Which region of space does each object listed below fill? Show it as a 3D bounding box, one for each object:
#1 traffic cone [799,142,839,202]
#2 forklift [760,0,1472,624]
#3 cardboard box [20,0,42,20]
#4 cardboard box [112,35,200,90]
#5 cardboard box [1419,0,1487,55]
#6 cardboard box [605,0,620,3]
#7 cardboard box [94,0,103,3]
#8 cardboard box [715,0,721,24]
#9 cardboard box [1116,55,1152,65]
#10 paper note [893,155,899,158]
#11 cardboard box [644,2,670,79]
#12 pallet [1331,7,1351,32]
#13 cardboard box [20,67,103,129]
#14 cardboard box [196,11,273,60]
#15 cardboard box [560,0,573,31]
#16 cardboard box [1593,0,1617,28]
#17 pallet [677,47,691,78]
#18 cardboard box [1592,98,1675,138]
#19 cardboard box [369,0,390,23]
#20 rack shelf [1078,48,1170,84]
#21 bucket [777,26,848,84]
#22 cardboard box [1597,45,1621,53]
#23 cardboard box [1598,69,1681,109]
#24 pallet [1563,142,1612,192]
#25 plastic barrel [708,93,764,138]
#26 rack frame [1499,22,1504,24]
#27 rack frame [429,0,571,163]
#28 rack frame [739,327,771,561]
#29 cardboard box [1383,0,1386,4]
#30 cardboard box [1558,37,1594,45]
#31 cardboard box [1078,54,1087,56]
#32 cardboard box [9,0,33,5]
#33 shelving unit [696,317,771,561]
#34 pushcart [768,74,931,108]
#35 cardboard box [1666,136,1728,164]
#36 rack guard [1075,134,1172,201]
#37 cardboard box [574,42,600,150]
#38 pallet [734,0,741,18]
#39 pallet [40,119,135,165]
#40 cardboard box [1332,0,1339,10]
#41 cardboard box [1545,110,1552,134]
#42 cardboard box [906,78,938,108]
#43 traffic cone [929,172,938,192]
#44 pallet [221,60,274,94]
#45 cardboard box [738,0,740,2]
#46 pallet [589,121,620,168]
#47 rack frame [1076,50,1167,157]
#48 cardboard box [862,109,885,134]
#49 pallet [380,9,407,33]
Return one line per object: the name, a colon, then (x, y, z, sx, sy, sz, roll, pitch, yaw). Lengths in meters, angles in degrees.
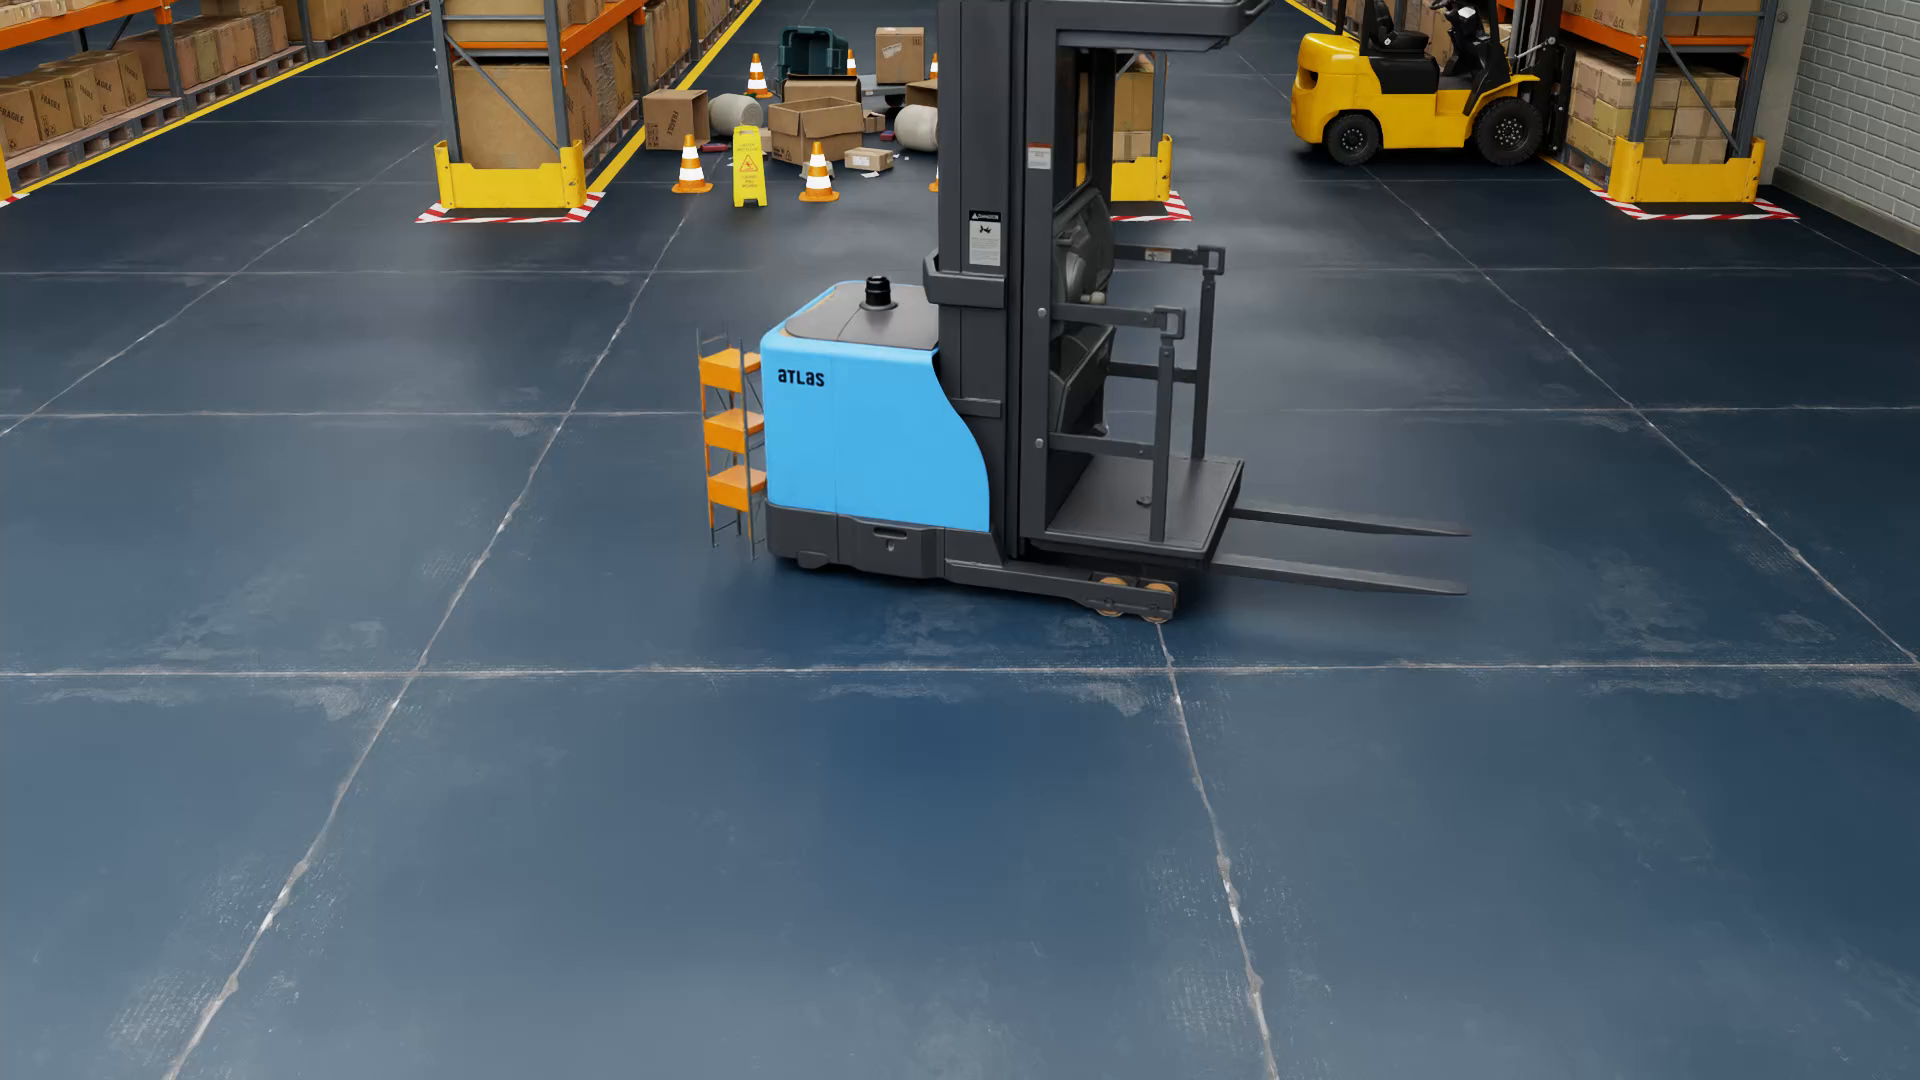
traffic cone: (-1.205, -3.148, 14.149, 0.336, 0.463, 0.334, 0, 24, -1)
forklift: (0.706, -1.230, 6.914, 3.031, 2.935, 1.130, 7, 25, 16)
cardboard box: (-8.499, -4.752, 14.922, 0.380, 0.149, 0.250, 0, 24, -1)
cardboard box: (-8.742, -5.196, 18.098, 0.700, 0.500, 0.500, -2, 24, -5)
cardboard box: (6.080, -6.181, 20.149, 0.875, 0.625, 0.625, 1, 24, 1)
cardboard box: (-3.752, -5.552, 16.203, 0.875, 0.550, 0.550, 0, 24, -1)
cardboard box: (-8.540, -5.267, 16.061, 0.380, 0.149, 0.250, 0, 24, -1)
cardboard box: (-3.617, -7.484, 23.182, 0.500, 0.500, 0.500, -1, 24, -2)
cardboard box: (1.453, -4.117, 15.129, 0.500, 0.500, 0.500, -1, 24, -3)
paper note: (-0.664, -3.651, 15.799, 0.148, 0.019, 0.142, 8, 26, 18)
cardboard box: (-3.900, -5.681, 18.892, 1.050, 0.750, 0.750, 0, 24, -1)
pallet: (6.075, -7.641, 24.388, 1.003, 0.211, 1.213, 0, 24, -1)
cardboard box: (-8.694, -4.277, 16.091, 0.500, 0.500, 0.500, -2, 24, -5)
cardboard box: (-8.755, -6.087, 20.067, 0.700, 0.500, 0.500, -2, 24, -5)
cardboard box: (-3.830, -4.661, 14.234, 0.875, 0.550, 0.550, 0, 24, -1)
cardboard box: (5.895, -4.762, 14.519, 0.500, 0.500, 0.500, 0, 24, 1)
pallet: (-3.907, -5.915, 20.571, 1.003, 0.211, 1.213, 0, 24, -1)
cardboard box: (5.841, -3.667, 14.438, 0.500, 0.250, 0.500, -1, 24, -1)
cardboard box: (-8.807, -7.769, 23.357, 1.225, 0.875, 0.875, -1, 24, -2)
rack shelf: (1.174, -4.774, 15.538, 1.077, 0.370, 4.000, 0, 24, -1)
bucket: (-1.490, -5.017, 17.331, 0.726, 0.611, 0.620, 8, 16, 18)
cardboard box: (6.341, -4.518, 15.712, 0.500, 0.250, 0.500, -1, 24, -2)
cardboard box: (5.842, -3.884, 14.311, 0.500, 0.250, 0.500, 1, 24, 1)
pallet: (6.109, -3.346, 14.892, 1.003, 0.211, 1.213, 0, 24, -1)
plastic barrel: (-2.250, -4.228, 16.584, 0.512, 0.421, 0.421, 19, 30, 35)
rack frame: (6.116, -5.950, 17.265, 1.000, 3.000, 0.127, 0, 24, -1)
rack frame: (-3.753, -4.214, 13.427, 1.000, 3.000, 0.127, 0, 24, -1)
rack frame: (-0.887, -0.419, 7.403, 0.008, 1.050, 0.200, 16, 29, 31)
cardboard box: (5.857, -7.030, 22.177, 0.500, 0.500, 0.500, -1, 24, -1)
cardboard box: (5.819, -4.727, 16.176, 0.500, 0.250, 0.500, 1, 24, 1)
cardboard box: (0.919, -4.310, 15.556, 0.500, 0.500, 0.500, -1, 24, -2)
cardboard box: (-8.780, -5.053, 14.799, 0.875, 0.500, 0.500, 0, 24, -1)
shelving unit: (-0.988, -0.448, 7.466, 0.252, 1.050, 0.215, 16, 29, 31)
pushcart: (-1.127, -4.700, 17.685, 1.648, 0.377, 0.936, -9, 26, -19)
cardboard box: (6.349, -3.443, 14.550, 0.500, 0.250, 0.500, 0, 24, 0)
rack guard: (1.195, -3.170, 14.152, 1.175, 0.500, 0.348, 0, 24, -1)
cardboard box: (-3.838, -4.079, 15.197, 0.875, 0.875, 0.875, -1, 24, -1)
pallet: (-3.926, -8.165, 25.546, 1.003, 0.211, 1.213, 0, 24, -1)
pallet: (-8.698, -3.830, 15.963, 1.003, 0.211, 1.213, 0, 24, -1)
cardboard box: (5.809, -8.098, 24.539, 0.500, 0.500, 0.500, 1, 24, 2)
cardboard box: (5.818, -4.057, 15.908, 0.500, 0.250, 0.500, 1, 24, 1)
cardboard box: (-0.197, -4.340, 16.737, 0.500, 0.500, 0.500, 19, 30, 35)
traffic cone: (-0.099, -3.293, 14.470, 0.336, 0.463, 0.334, 0, 24, -1)
pallet: (-8.783, -5.436, 19.512, 1.003, 0.211, 1.213, 0, 24, -1)
cardboard box: (-3.569, -8.312, 25.438, 0.380, 0.149, 0.250, 0, 24, 1)
pallet: (-3.850, -3.774, 15.838, 1.003, 0.211, 1.213, 0, 24, -1)
rack frame: (1.196, -4.278, 13.568, 1.000, 3.000, 0.127, 0, 24, -1)
cardboard box: (-0.985, -4.335, 17.012, 0.258, 0.266, 0.396, -19, 31, -36)
pallet: (-8.761, -7.590, 24.275, 1.003, 0.211, 1.213, 0, 24, -1)
